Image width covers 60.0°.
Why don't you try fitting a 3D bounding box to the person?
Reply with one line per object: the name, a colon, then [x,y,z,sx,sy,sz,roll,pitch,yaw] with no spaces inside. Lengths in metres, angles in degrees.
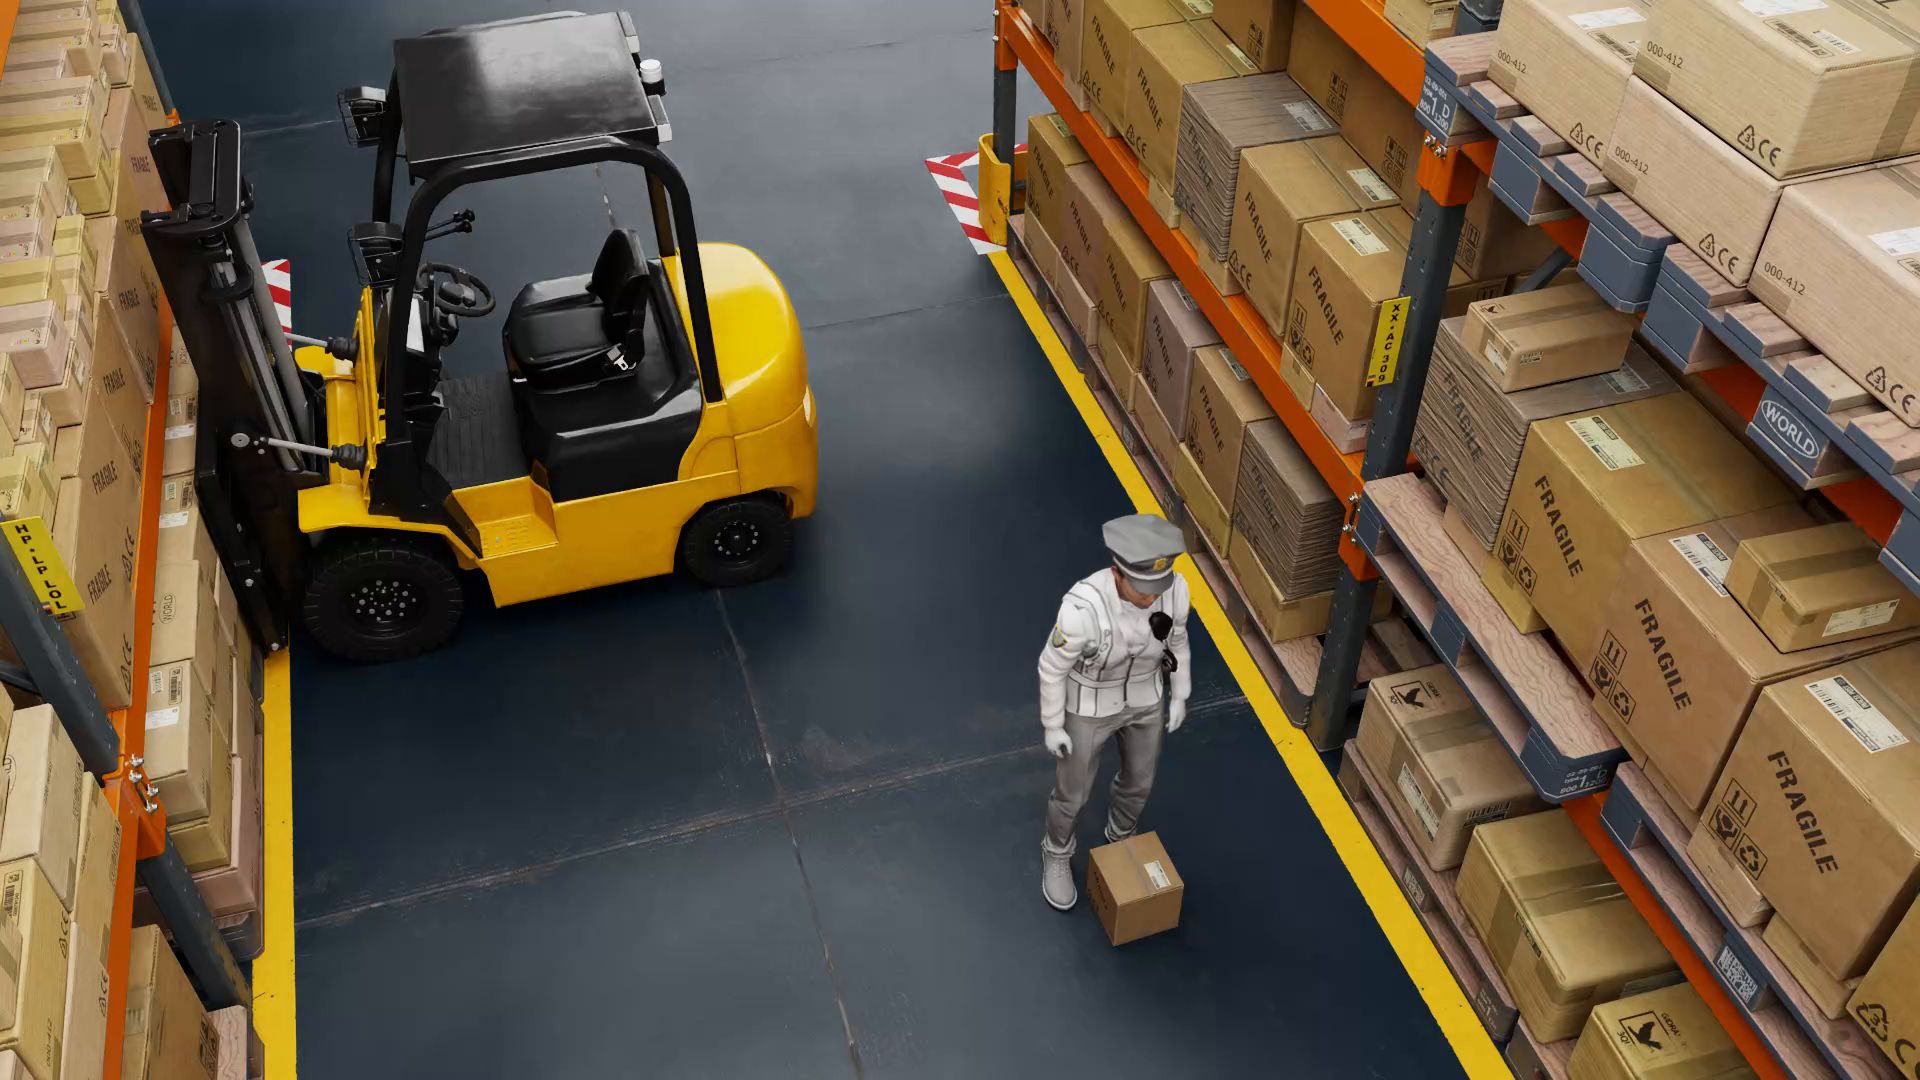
person: [0.517,0.559,5.548,0.529,1.663,0.372,-12,44,-13]
